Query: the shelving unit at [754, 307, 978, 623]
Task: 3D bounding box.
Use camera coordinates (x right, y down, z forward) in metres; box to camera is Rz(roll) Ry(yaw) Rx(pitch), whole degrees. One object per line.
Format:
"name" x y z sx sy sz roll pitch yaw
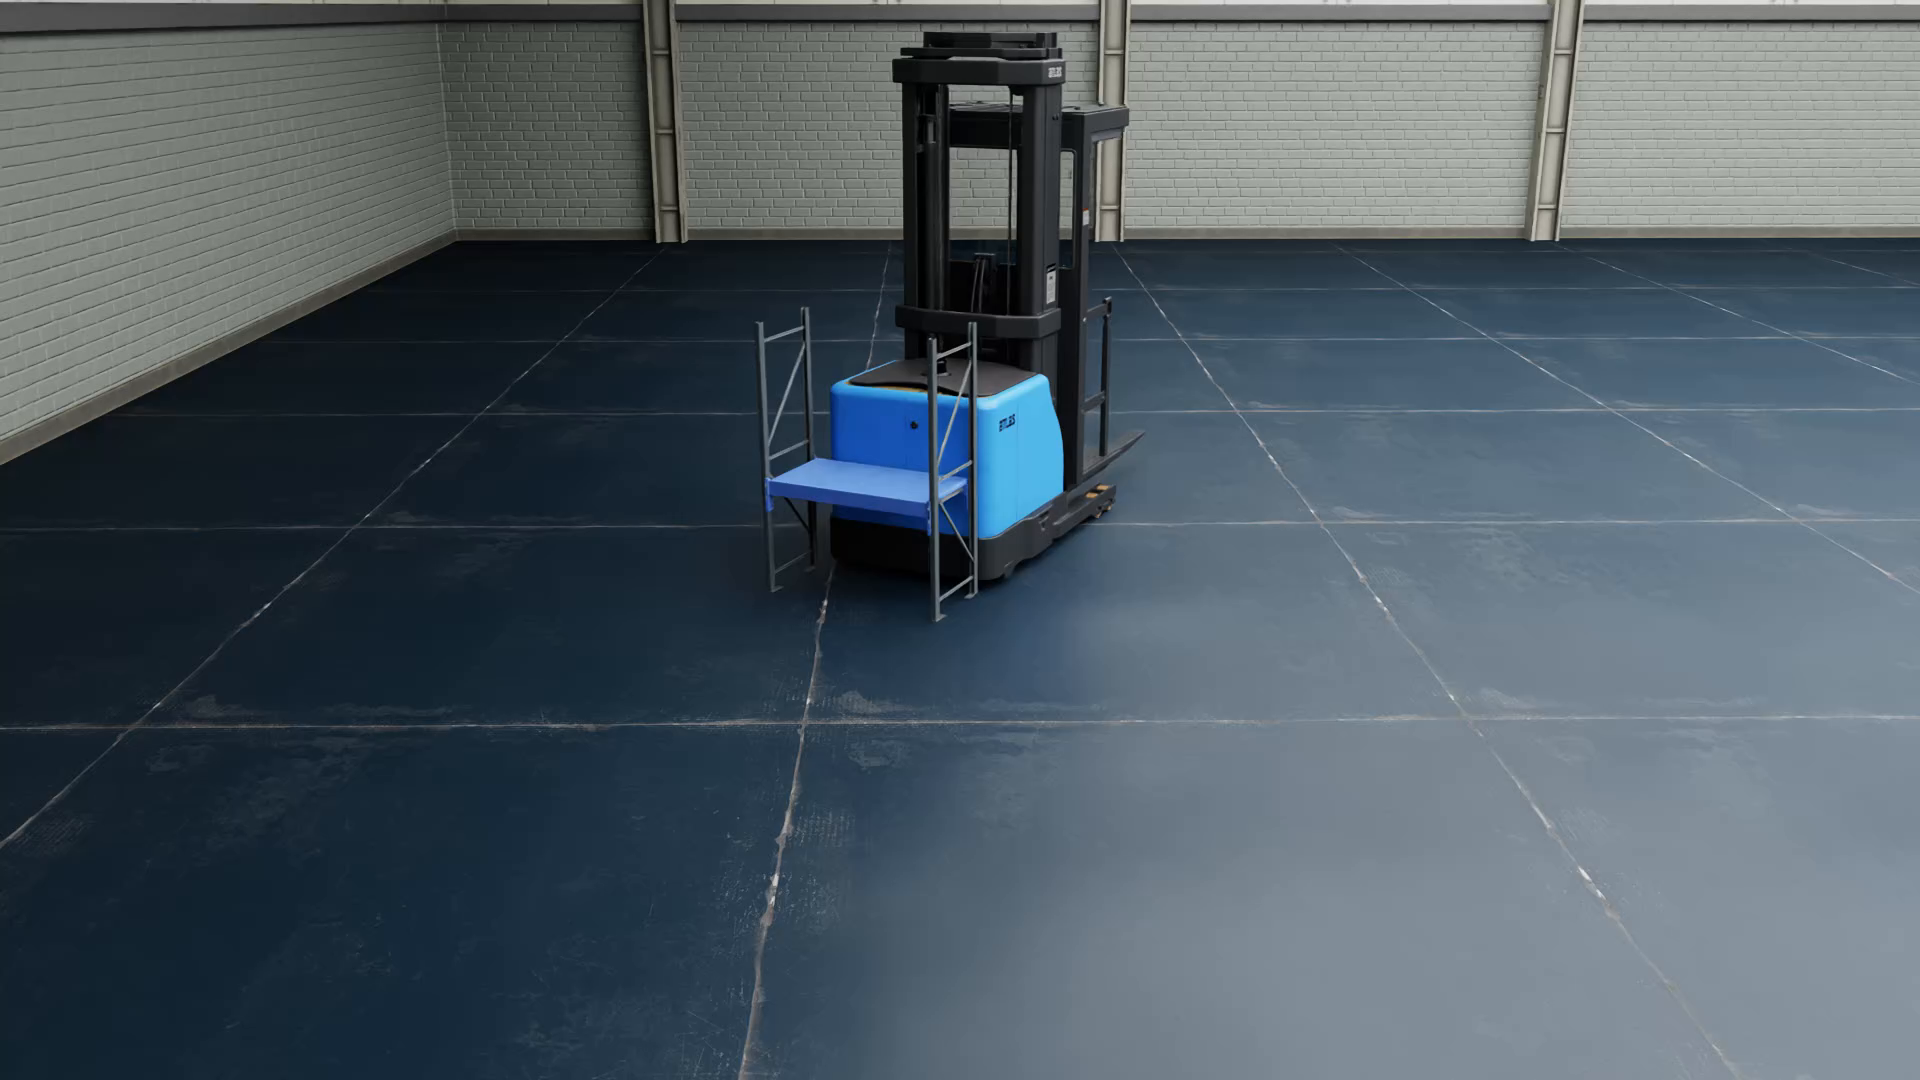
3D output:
"shelving unit" -0.488 -0.420 8.887 1.048 1.500 0.538 9 21 25

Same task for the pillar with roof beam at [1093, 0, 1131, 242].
"pillar with roof beam" 2.113 -7.103 17.458 0.400 9.000 9.100 0 18 -1

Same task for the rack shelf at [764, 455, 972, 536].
"rack shelf" -0.487 -0.250 8.945 1.000 0.185 0.538 9 21 25

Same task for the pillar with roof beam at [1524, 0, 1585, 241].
"pillar with roof beam" 8.112 -7.132 17.548 0.400 9.000 9.100 0 18 -1

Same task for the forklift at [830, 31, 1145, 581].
"forklift" 0.349 -1.579 10.173 1.130 2.935 3.031 8 20 24

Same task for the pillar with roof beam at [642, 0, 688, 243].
"pillar with roof beam" -3.887 -7.074 17.368 0.400 9.000 9.100 0 18 -1

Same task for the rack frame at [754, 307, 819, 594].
"rack frame" -0.943 -0.489 9.103 0.032 1.500 0.500 9 21 25

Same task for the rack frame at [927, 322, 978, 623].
"rack frame" -0.033 -0.351 8.671 0.032 1.500 0.500 9 21 25
